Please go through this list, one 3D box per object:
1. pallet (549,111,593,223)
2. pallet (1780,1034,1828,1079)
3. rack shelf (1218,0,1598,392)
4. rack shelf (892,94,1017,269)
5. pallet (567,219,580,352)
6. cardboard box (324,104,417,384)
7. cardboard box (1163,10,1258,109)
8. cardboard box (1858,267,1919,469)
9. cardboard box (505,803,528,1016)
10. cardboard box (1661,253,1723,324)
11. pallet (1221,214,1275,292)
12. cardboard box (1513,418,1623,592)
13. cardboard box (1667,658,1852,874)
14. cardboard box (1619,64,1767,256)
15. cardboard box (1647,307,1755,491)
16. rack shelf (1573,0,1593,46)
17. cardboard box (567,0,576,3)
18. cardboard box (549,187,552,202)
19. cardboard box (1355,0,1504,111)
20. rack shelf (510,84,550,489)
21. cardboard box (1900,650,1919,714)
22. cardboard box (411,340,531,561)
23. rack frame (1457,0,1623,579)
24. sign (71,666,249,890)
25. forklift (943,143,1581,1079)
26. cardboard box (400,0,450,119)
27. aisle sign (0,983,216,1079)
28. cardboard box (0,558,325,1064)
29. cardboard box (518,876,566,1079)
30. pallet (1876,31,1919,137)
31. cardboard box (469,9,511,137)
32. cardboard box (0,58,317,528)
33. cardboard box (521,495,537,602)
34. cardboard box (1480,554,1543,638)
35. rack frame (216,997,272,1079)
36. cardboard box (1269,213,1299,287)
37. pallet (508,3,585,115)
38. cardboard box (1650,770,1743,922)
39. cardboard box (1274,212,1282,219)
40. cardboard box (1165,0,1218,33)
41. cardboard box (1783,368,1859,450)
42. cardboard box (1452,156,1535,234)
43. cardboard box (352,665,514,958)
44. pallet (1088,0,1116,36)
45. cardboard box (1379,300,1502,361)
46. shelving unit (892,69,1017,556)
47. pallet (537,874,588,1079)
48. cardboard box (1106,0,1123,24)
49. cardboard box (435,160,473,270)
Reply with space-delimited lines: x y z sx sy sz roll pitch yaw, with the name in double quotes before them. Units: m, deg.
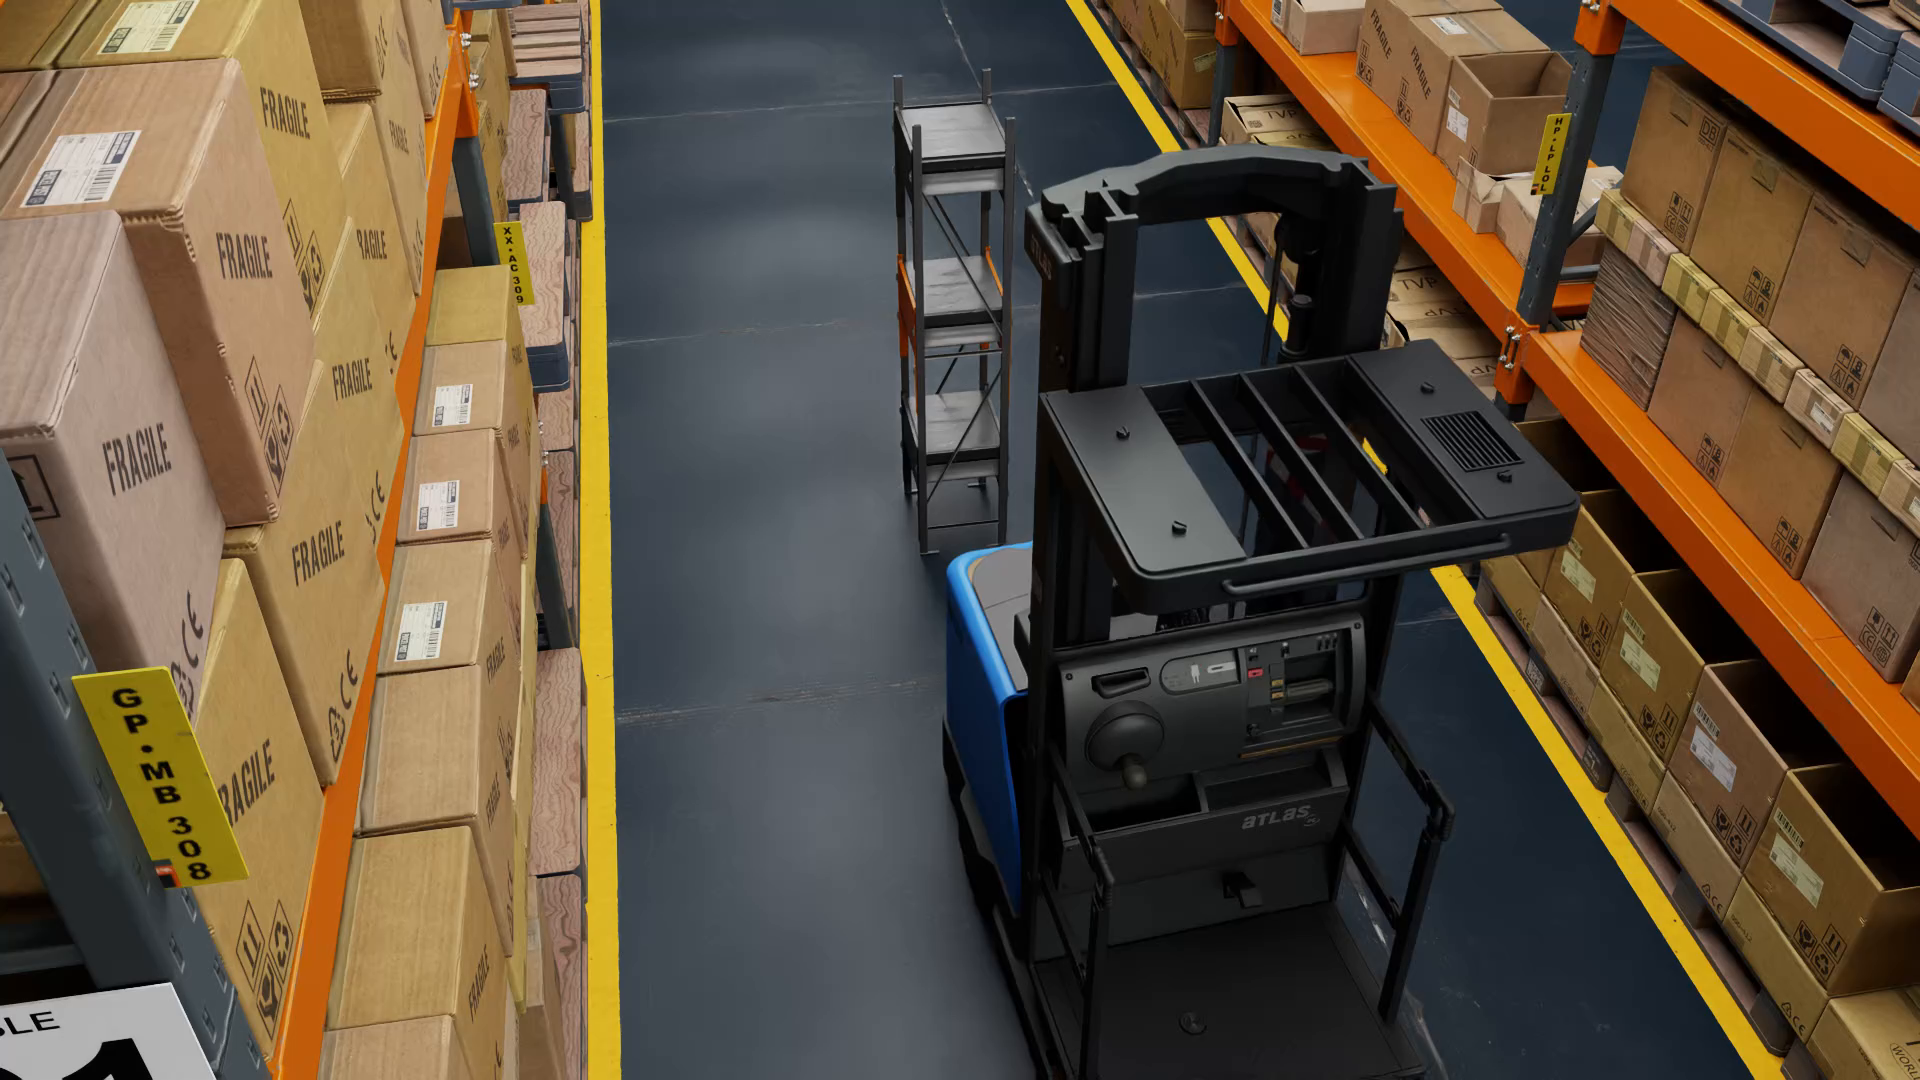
"pallet" -2.867 -2.362 10.618 1.003 0.211 1.213 -6 38 -8
"pallet" 3.300 1.962 5.053 1.003 0.211 1.213 -6 38 -8
"rack shelf" 2.424 -2.022 8.494 1.077 0.370 4.000 -6 38 -8
"rack shelf" -0.029 -1.471 6.813 0.431 0.518 0.480 -6 38 -8
"pallet" -2.668 -1.406 9.387 1.003 0.211 1.213 -6 38 -8
"cardboard box" -1.482 -0.571 3.497 0.500 0.500 0.500 -4 38 -5
"cardboard box" 1.678 -3.240 11.155 0.500 0.500 0.500 -5 38 -6
"cardboard box" 3.122 -0.473 4.775 0.700 0.500 0.500 -6 38 -8
"cardboard box" -1.362 0.955 4.182 0.500 0.250 0.500 -7 38 -9
"cardboard box" 2.722 -0.903 5.857 0.380 0.149 0.250 -7 38 -9
"pallet" 2.179 -1.912 10.038 1.003 0.211 1.213 -6 38 -8
"cardboard box" 2.547 -0.160 6.799 0.500 0.500 0.500 -6 38 -8
"cardboard box" 2.812 0.745 5.633 0.500 0.500 0.500 -6 38 -8
"cardboard box" 2.858 -1.383 5.946 0.700 0.500 0.500 -6 38 -8
"cardboard box" 2.957 -0.552 5.935 0.700 0.500 0.500 -7 38 -8
"rack shelf" 2.424 -3.207 7.574 1.077 0.370 4.000 -6 38 -8
"cardboard box" -3.104 -3.797 11.602 0.750 0.750 0.750 -5 38 -7
"cardboard box" -2.626 -1.736 9.219 0.700 0.500 0.500 -6 38 -7
"cardboard box" 2.383 -2.542 8.495 0.500 0.500 0.500 -8 39 -10
"rack shelf" -2.453 -1.487 7.805 1.077 0.370 4.000 -6 38 -8
"cardboard box" 3.228 0.378 4.737 0.700 0.500 0.500 -6 38 -8
"cardboard box" -1.622 -0.255 5.128 0.500 0.500 0.500 -6 38 -8
"rack frame" 2.774 -1.098 6.718 1.000 3.000 0.127 -6 38 -8
"sign" -0.867 0.265 1.807 0.100 0.325 0.005 -6 38 -8
"forklift" 0.796 0.542 4.663 1.130 2.935 3.031 -9 39 -11
"cardboard box" -1.770 -1.515 4.712 0.500 0.500 0.500 -5 38 -7
"aisle sign" -1.093 0.838 2.108 0.394 0.787 0.004 -6 38 -8
"cardboard box" -1.213 0.392 2.257 0.500 0.500 0.500 -5 38 -7
"cardboard box" -1.613 1.446 5.123 0.700 0.500 0.500 -9 39 -11
"pallet" 3.160 -1.000 4.219 1.003 0.211 1.213 -6 38 -8
"cardboard box" -2.471 -2.159 7.644 0.700 0.500 0.500 -6 38 -8
"cardboard box" -1.267 -0.341 2.386 0.500 0.500 0.500 -7 38 -8
"cardboard box" -1.641 0.044 5.355 0.500 0.250 0.500 -6 38 -8
"cardboard box" 2.557 0.135 7.031 0.500 0.250 0.500 -6 38 -8
"rack frame" -1.401 1.853 2.920 1.000 3.000 0.127 -6 38 -8
"cardboard box" 2.062 -1.629 9.301 0.500 0.250 0.500 -7 38 -9
"pallet" -2.573 -2.484 8.659 1.213 0.211 1.003 -6 38 -8
"cardboard box" 2.816 1.041 5.864 0.500 0.250 0.500 -6 38 -8
"cardboard box" 2.063 -1.843 9.119 0.500 0.311 0.500 -7 38 -9
"cardboard box" 1.664 -3.570 10.968 0.500 0.250 0.500 -5 38 -6
"cardboard box" 2.861 -0.433 5.252 0.380 0.149 0.250 -7 38 -9
"cardboard box" 2.439 -1.556 7.418 0.396 0.266 0.258 -7 38 -9
"cardboard box" -1.350 0.675 3.931 0.500 0.500 0.500 -7 38 -9
"pallet" 1.552 -4.342 13.167 1.003 0.211 1.213 -6 38 -8
"cardboard box" 2.324 -0.927 7.940 0.500 0.311 0.500 -5 38 -7
"shelving unit" -0.029 -0.929 7.235 0.431 2.100 0.503 -6 38 -8
"pallet" -1.732 1.678 5.418 1.003 0.211 1.213 -6 38 -8
"cardboard box" 1.401 -4.175 12.358 0.500 0.500 0.500 -6 38 -7
"cardboard box" -2.158 -1.087 6.265 0.700 0.500 0.500 -6 38 -8
